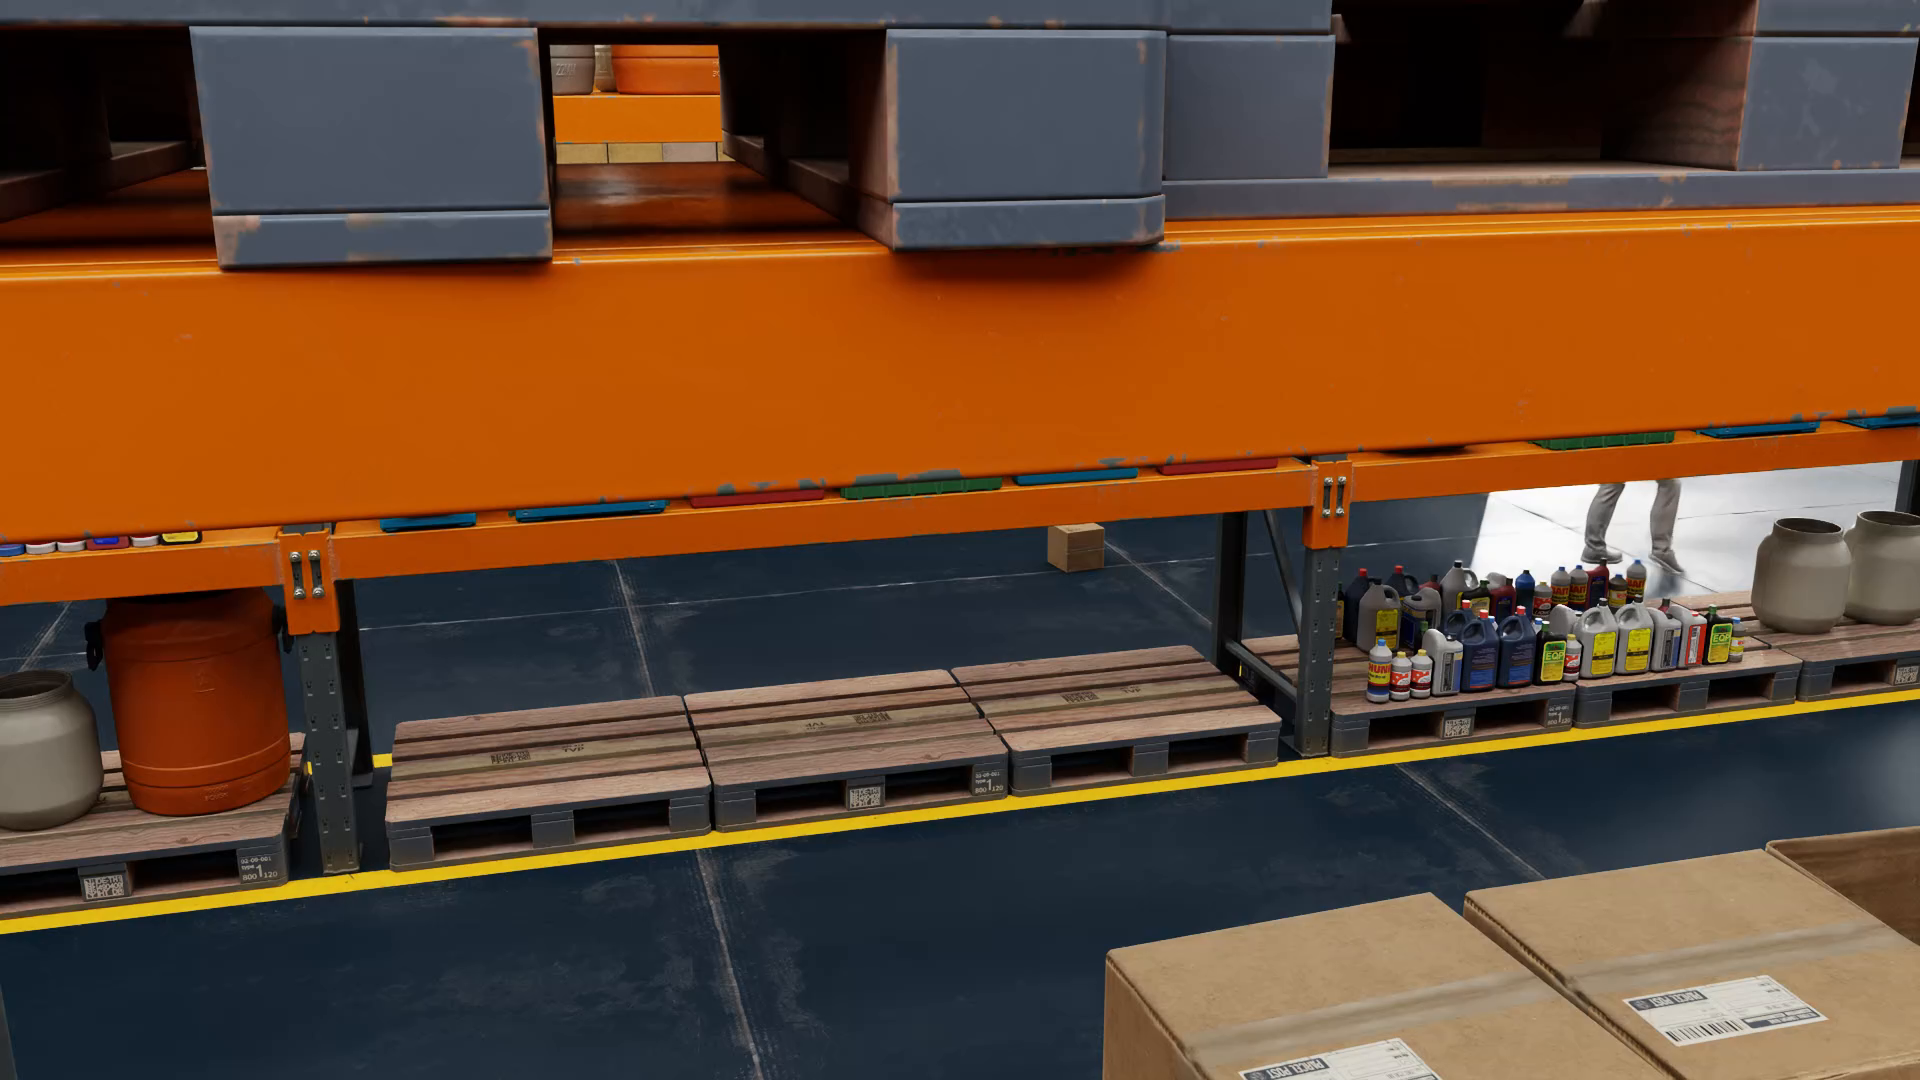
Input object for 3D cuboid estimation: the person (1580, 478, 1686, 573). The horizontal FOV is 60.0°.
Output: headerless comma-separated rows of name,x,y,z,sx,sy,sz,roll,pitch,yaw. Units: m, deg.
person,4.007,-0.634,9.734,0.606,1.752,0.485,-5,17,-15
